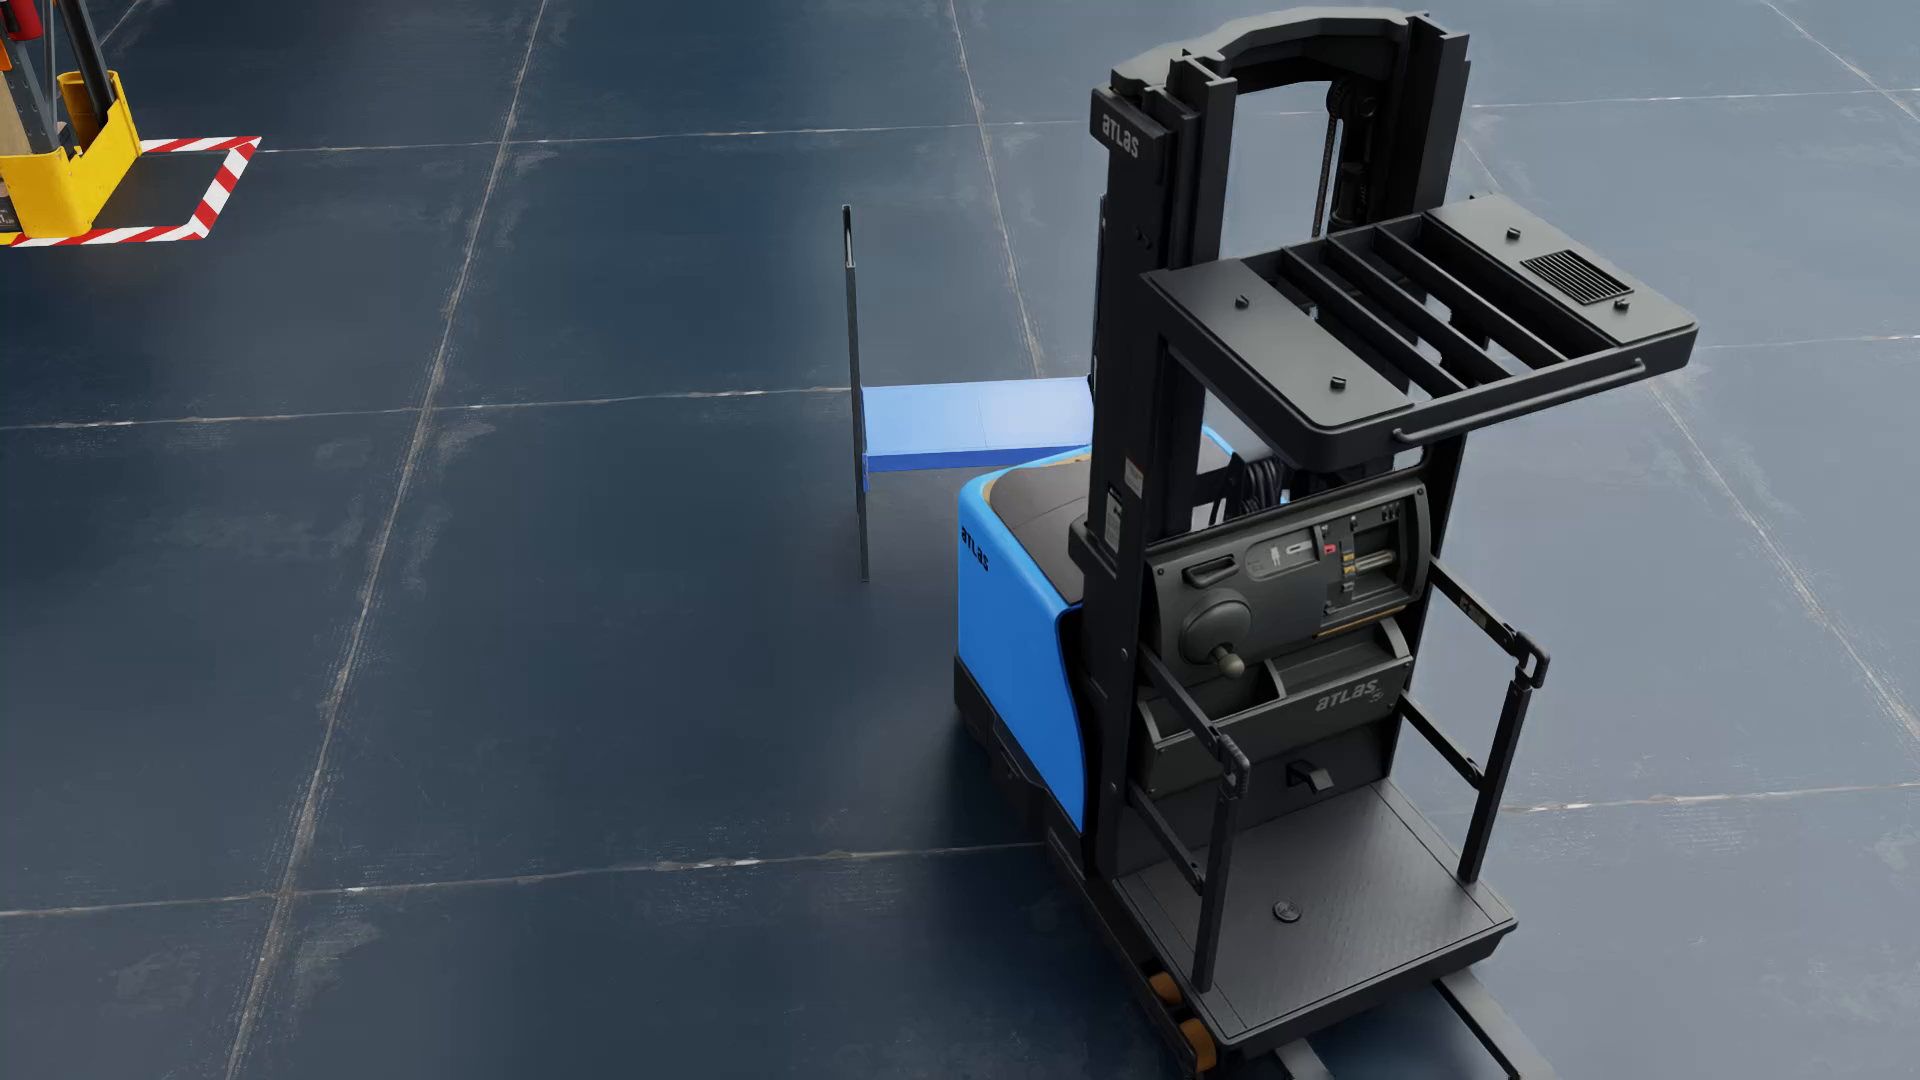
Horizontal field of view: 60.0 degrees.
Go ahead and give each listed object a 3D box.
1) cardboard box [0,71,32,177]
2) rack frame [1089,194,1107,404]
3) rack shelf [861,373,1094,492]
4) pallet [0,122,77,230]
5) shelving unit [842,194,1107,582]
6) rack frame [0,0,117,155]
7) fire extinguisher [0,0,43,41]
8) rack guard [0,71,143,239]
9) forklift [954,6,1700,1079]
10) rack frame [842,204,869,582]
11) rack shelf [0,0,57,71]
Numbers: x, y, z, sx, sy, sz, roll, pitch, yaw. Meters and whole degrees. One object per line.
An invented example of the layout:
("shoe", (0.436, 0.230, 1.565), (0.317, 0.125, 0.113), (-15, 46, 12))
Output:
("cardboard box", (-5.735, -2.412, 9.565), (0.500, 0.500, 0.500), (4, 38, 4))
("rack frame", (0.591, -0.621, 6.827), (0.032, 1.500, 0.500), (-3, 38, -4))
("rack shelf", (0.085, -0.452, 6.903), (1.000, 0.185, 0.538), (-3, 38, -4))
("pallet", (-6.000, -2.131, 9.781), (1.213, 0.211, 1.003), (-3, 38, -4))
("shelving unit", (0.085, -0.593, 6.791), (1.048, 1.500, 0.538), (-3, 38, -4))
("rack frame", (-5.112, -3.253, 8.951), (0.127, 3.000, 1.000), (-3, 38, -4))
("fire extinguisher", (-4.957, -2.944, 8.623), (0.183, 0.674, 0.296), (-3, 38, -4))
("rack guard", (-5.187, -2.267, 9.720), (0.348, 0.500, 1.175), (-3, 38, -4))
("forklift", (1.057, 0.188, 4.645), (1.130, 2.935, 3.031), (-16, 41, -19))
("rack frame", (-0.421, -0.566, 6.756), (0.032, 1.500, 0.500), (-3, 38, -4))
("rack shelf", (-7.104, -2.861, 9.035), (4.000, 0.370, 1.077), (-3, 38, -4))
